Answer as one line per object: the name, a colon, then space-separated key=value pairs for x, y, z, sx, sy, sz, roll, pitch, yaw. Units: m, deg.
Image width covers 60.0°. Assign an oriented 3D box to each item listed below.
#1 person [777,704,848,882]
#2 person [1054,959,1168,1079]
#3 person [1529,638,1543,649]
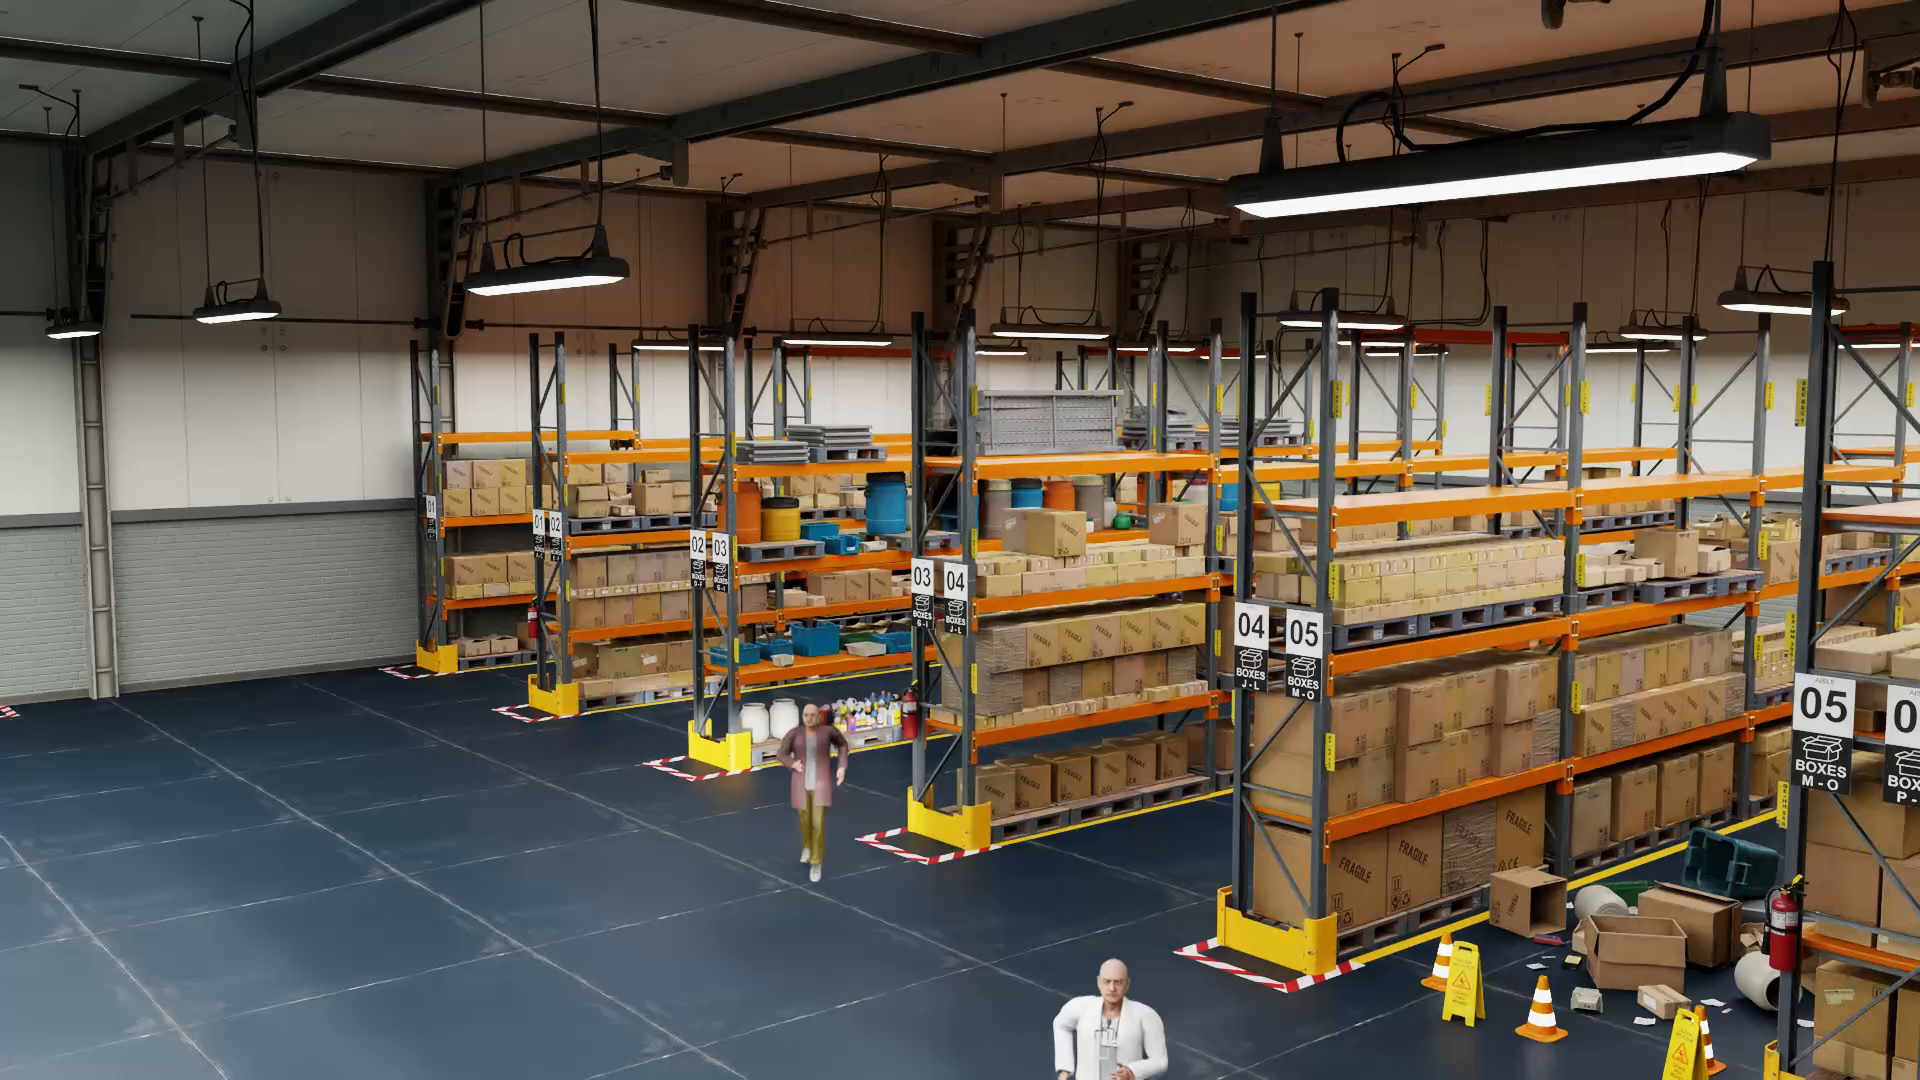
person: x=-1.565 y=2.643 z=17.718 sx=0.734 sy=1.843 sz=0.878 roll=0 pitch=5 yaw=3
person: x=0.883 y=3.381 z=9.799 sx=0.674 sy=1.840 sz=0.797 roll=0 pitch=5 yaw=4
person: x=8.111 y=2.156 z=23.477 sx=0.921 sy=1.655 sz=0.598 roll=-5 pitch=7 yaw=-43
